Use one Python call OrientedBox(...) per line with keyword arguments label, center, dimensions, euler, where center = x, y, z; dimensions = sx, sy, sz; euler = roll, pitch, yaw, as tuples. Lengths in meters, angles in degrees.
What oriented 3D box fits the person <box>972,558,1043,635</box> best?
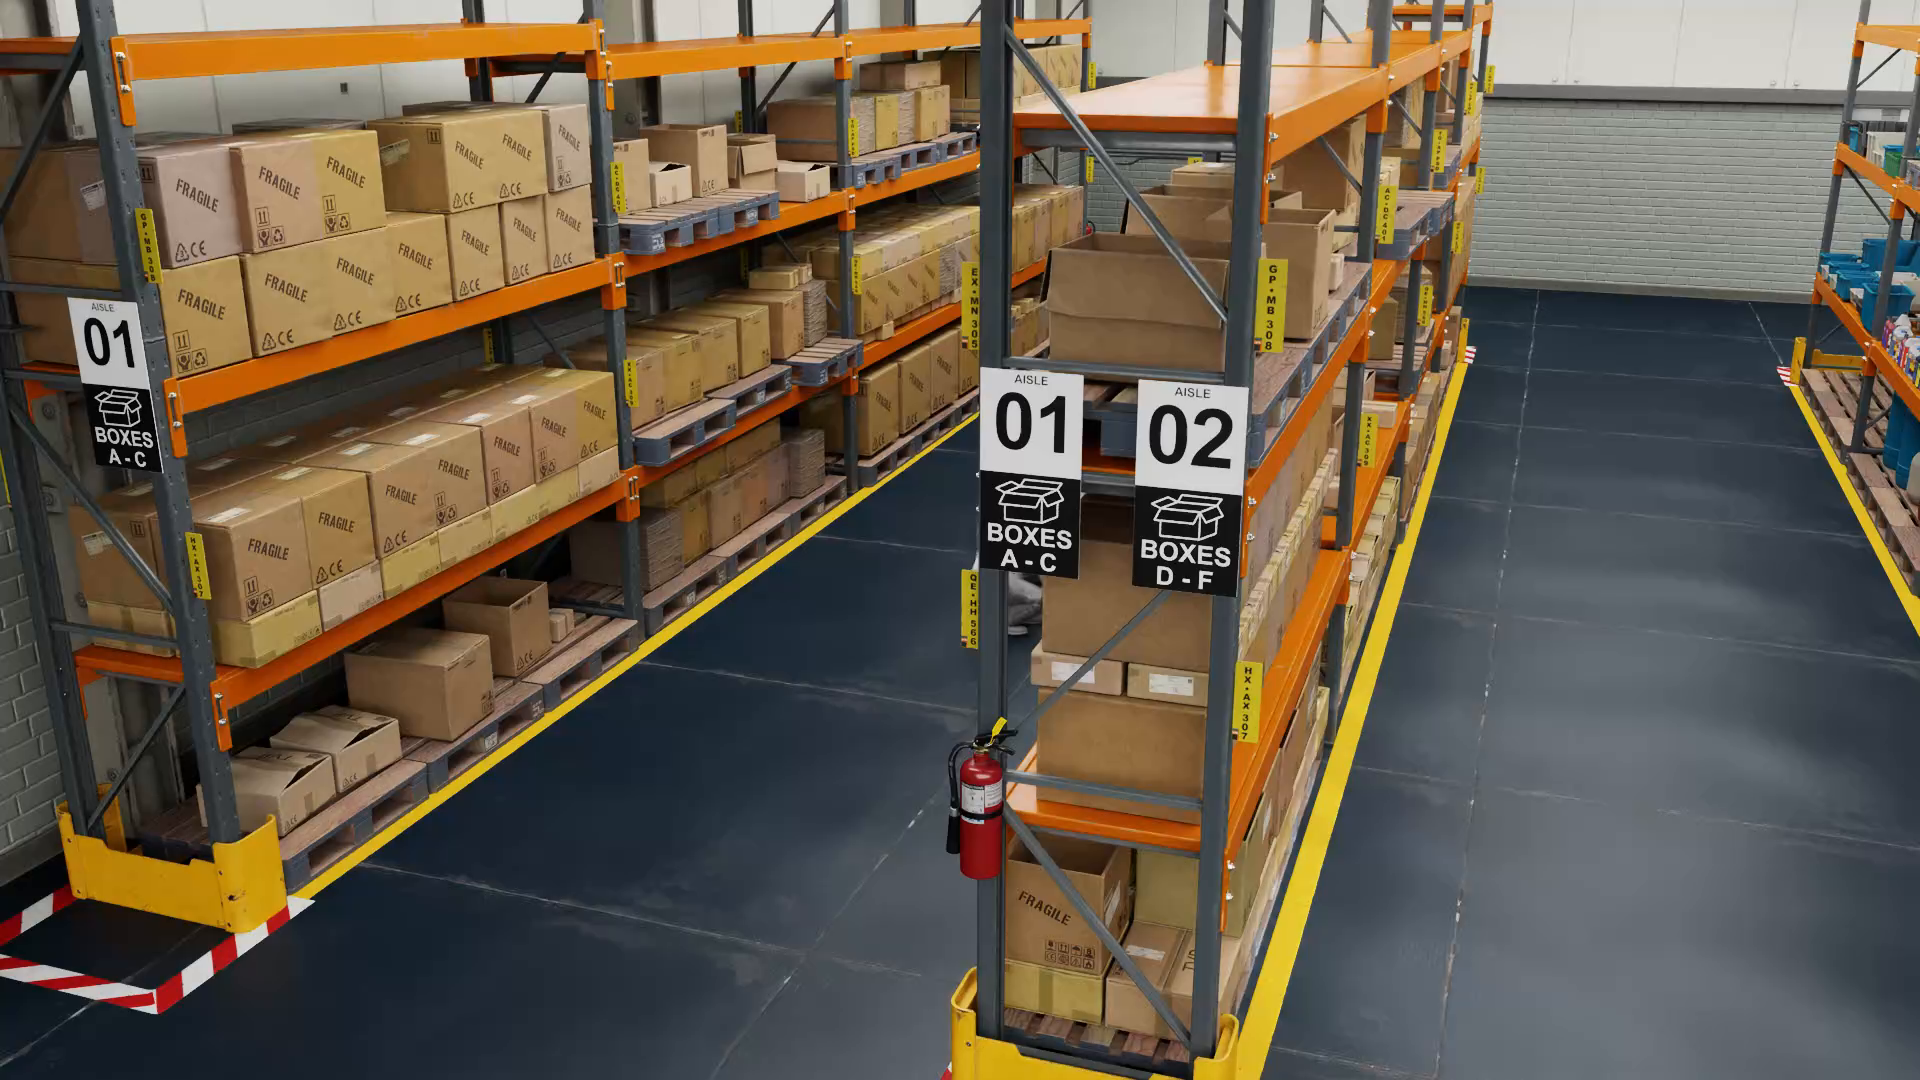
OrientedBox(label="person", center=(0.563, 0.267, 12.218), dimensions=(0.925, 0.870, 0.529), euler=(6, 20, 18))
